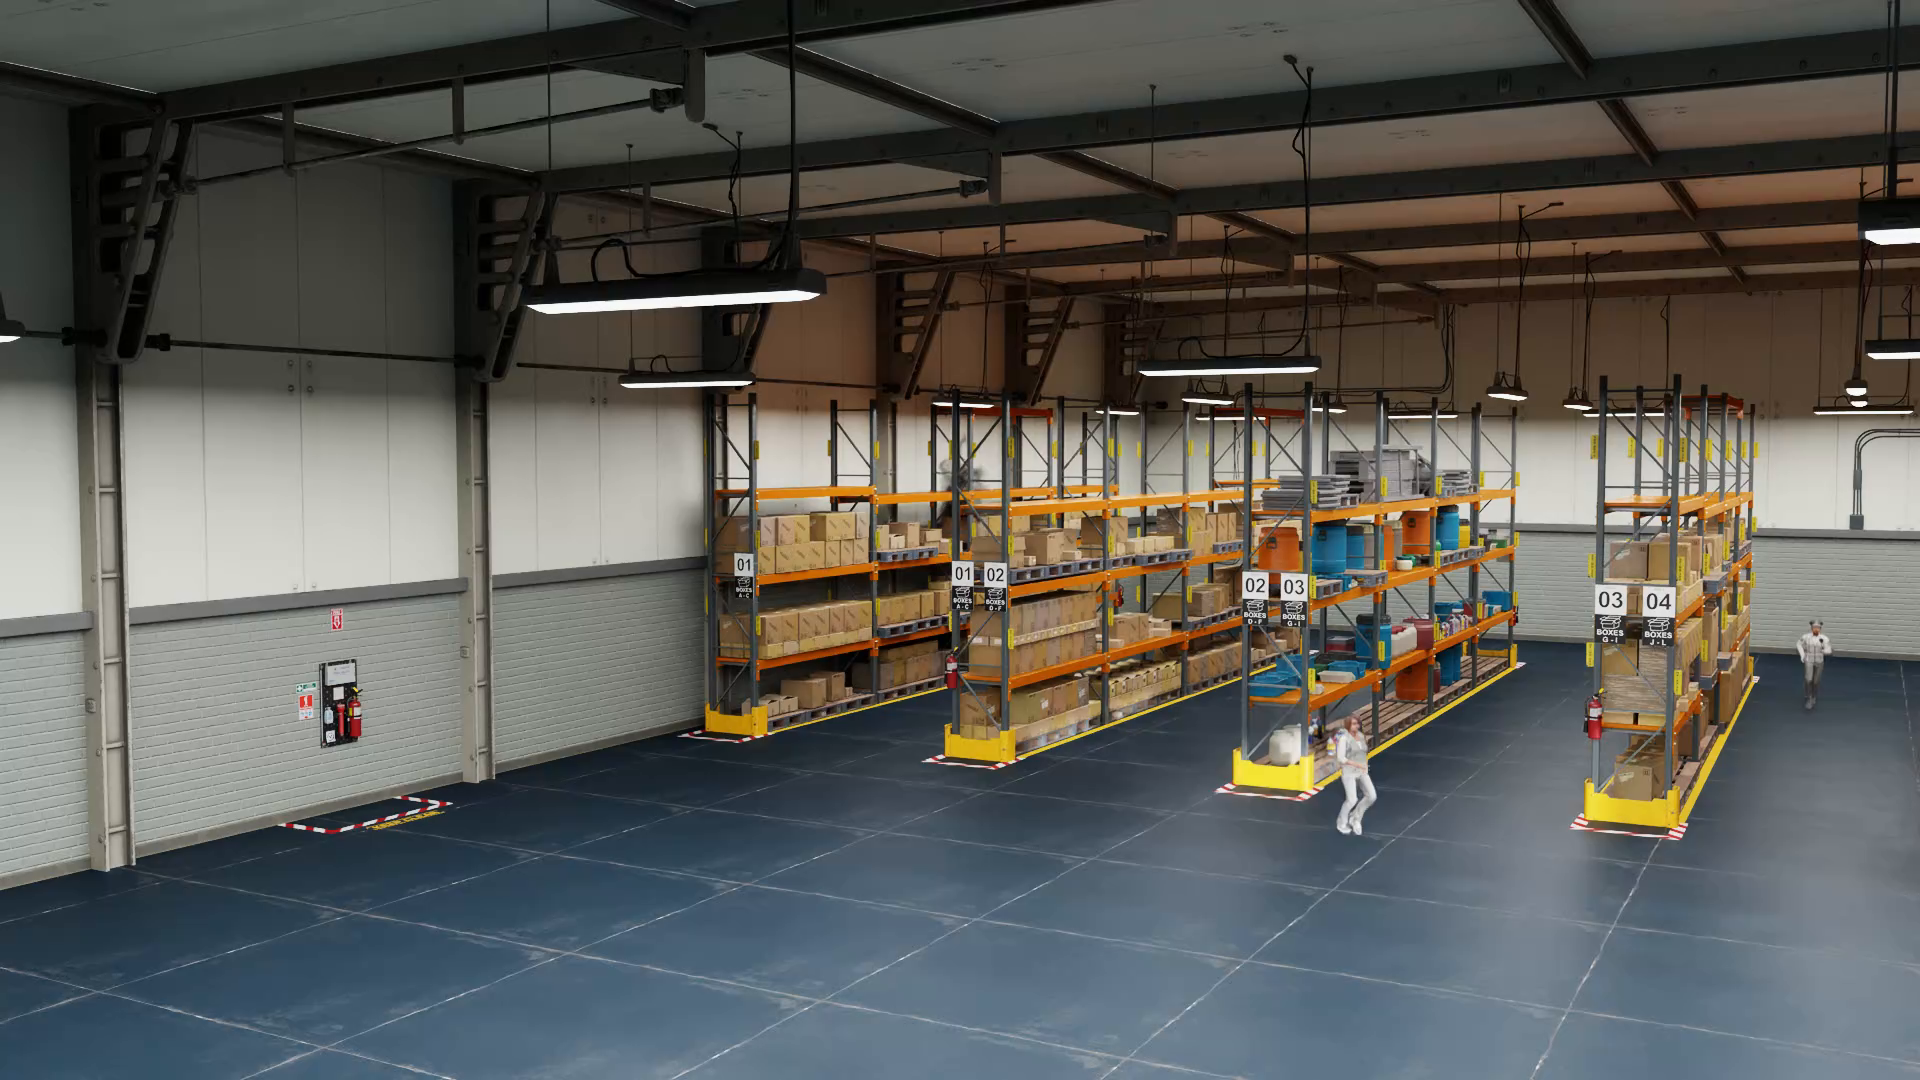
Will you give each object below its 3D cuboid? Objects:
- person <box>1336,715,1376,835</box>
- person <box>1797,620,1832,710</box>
[{"bbox_3d":[5.128,3.047,21.563,0.552,1.556,0.617,-2,3,-26],"label":"person"},{"bbox_3d":[16.596,2.420,32.307,0.592,1.753,0.751,1,3,21],"label":"person"}]
